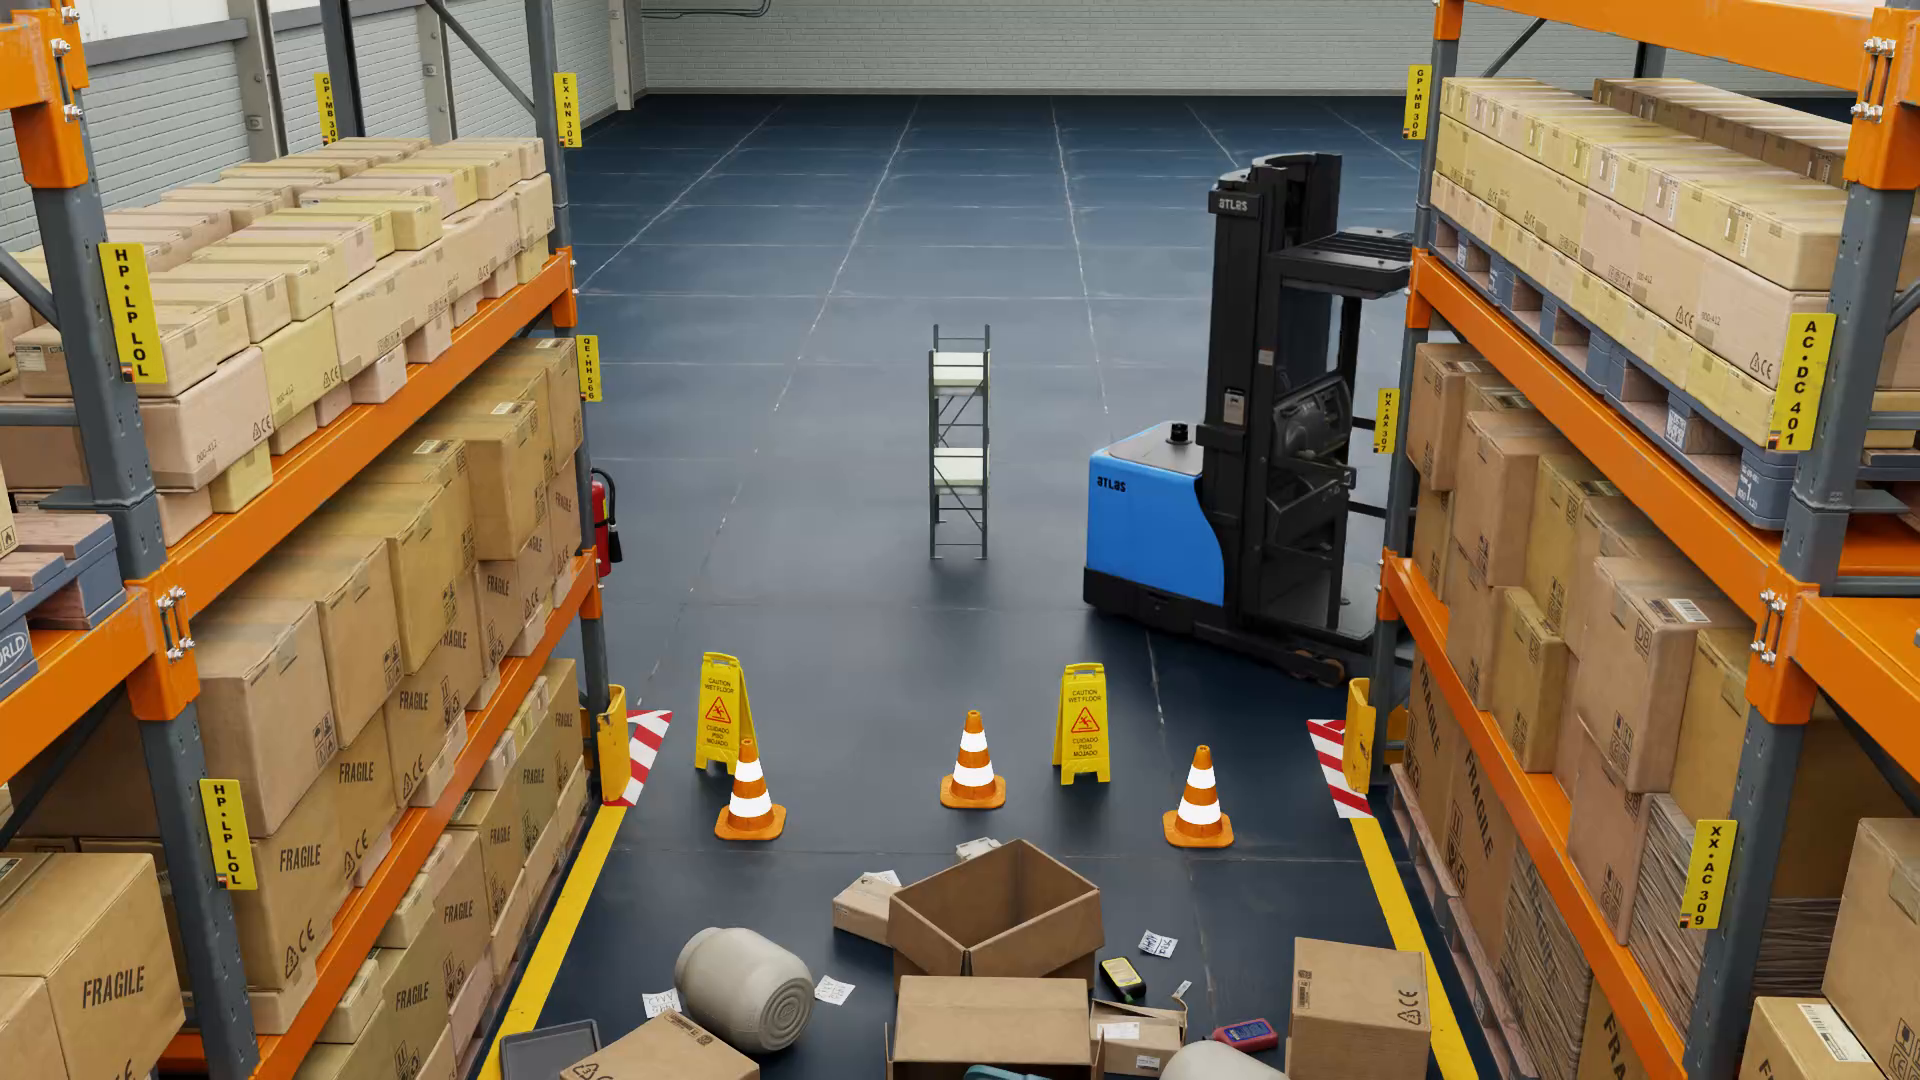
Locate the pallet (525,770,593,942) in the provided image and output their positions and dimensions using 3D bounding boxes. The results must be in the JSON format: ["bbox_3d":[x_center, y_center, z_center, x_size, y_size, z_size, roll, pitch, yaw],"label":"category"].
[{"bbox_3d":[-2.391,1.475,7.936,1.003,0.211,1.213,1,21,2],"label":"pallet"}]

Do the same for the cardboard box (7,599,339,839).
[{"bbox_3d":[-2.220,0.492,4.683,0.700,0.500,0.500,0,21,1],"label":"cardboard box"}]

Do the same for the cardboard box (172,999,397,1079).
[{"bbox_3d":[-2.162,1.826,5.359,0.500,0.500,0.500,2,21,4],"label":"cardboard box"}]

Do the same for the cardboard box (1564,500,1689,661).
[{"bbox_3d":[2.601,0.218,5.621,0.875,0.550,0.550,1,21,2],"label":"cardboard box"}]

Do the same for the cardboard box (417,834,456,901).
[{"bbox_3d":[-2.079,1.196,6.087,0.380,0.149,0.250,2,21,5],"label":"cardboard box"}]

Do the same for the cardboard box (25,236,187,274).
[{"bbox_3d":[-2.642,-0.847,5.163,0.380,0.149,0.250,0,21,1],"label":"cardboard box"}]

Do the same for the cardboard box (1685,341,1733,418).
[{"bbox_3d":[2.200,-0.432,4.477,0.380,0.149,0.250,1,21,3],"label":"cardboard box"}]

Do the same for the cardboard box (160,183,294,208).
[{"bbox_3d":[-2.688,-1.218,6.119,0.380,0.149,0.250,1,21,3],"label":"cardboard box"}]

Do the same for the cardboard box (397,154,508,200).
[{"bbox_3d":[-2.079,-1.488,6.816,0.380,0.149,0.250,0,21,1],"label":"cardboard box"}]

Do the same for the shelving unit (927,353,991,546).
[{"bbox_3d":[0.000,-0.700,11.759,0.431,1.308,0.731,1,21,2],"label":"shelving unit"}]

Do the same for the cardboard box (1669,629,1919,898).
[{"bbox_3d":[2.488,1.329,1.204,0.882,1.673,7.424,0,21,1],"label":"cardboard box"}]

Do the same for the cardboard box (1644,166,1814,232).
[{"bbox_3d":[2.217,-0.986,4.802,0.380,0.149,0.250,1,21,3],"label":"cardboard box"}]

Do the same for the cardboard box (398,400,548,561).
[{"bbox_3d":[-2.061,-0.242,6.574,0.700,0.500,0.500,0,21,1],"label":"cardboard box"}]

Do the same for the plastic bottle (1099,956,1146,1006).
[{"bbox_3d":[0.706,1.884,7.088,0.133,0.061,0.283,-7,22,-17],"label":"plastic bottle"}]

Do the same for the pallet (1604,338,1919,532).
[{"bbox_3d":[2.536,-0.335,4.721,1.003,0.211,1.213,1,21,2],"label":"pallet"}]

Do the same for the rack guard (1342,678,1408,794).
[{"bbox_3d":[2.623,1.028,8.687,1.175,0.500,0.348,1,21,2],"label":"rack guard"}]

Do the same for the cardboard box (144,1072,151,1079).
[{"bbox_3d":[-2.190,1.411,4.014,0.380,0.149,0.250,1,21,2],"label":"cardboard box"}]

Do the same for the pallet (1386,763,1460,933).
[{"bbox_3d":[2.676,1.462,7.970,1.003,0.211,1.213,1,21,2],"label":"pallet"}]

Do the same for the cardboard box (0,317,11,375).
[{"bbox_3d":[-2.659,-0.470,4.192,0.380,0.149,0.250,1,21,3],"label":"cardboard box"}]

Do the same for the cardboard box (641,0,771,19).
[{"bbox_3d":[0.030,-6.989,21.893,15.973,2.526,34.102,1,21,2],"label":"cardboard box"}]

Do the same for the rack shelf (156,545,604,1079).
[{"bbox_3d":[-2.389,0.912,6.525,1.077,0.370,4.000,1,21,2],"label":"rack shelf"}]

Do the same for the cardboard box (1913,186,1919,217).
[{"bbox_3d":[2.866,-0.889,4.553,0.380,0.149,0.250,0,21,1],"label":"cardboard box"}]

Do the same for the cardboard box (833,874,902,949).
[{"bbox_3d":[-0.349,1.679,7.497,0.380,0.149,0.250,13,25,29],"label":"cardboard box"}]

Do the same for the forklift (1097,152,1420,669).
[{"bbox_3d":[2.267,-0.714,9.817,3.031,2.935,1.121,16,26,35],"label":"forklift"}]

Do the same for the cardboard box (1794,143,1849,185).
[{"bbox_3d":[2.889,-1.165,5.265,0.380,0.149,0.250,1,21,2],"label":"cardboard box"}]

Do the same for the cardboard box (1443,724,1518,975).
[{"bbox_3d":[2.643,1.231,7.067,0.875,0.875,0.875,0,21,1],"label":"cardboard box"}]

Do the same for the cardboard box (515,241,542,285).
[{"bbox_3d":[-2.034,-1.205,7.189,0.380,0.149,0.250,1,21,2],"label":"cardboard box"}]

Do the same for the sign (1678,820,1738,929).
[{"bbox_3d":[1.946,0.872,4.329,0.100,0.325,0.005,1,21,2],"label":"sign"}]

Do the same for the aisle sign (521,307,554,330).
[{"bbox_3d":[-2.037,-1.377,7.838,0.394,0.787,0.004,1,21,2],"label":"aisle sign"}]

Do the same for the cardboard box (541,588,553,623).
[{"bbox_3d":[-2.052,0.294,7.472,0.380,0.149,0.250,0,21,1],"label":"cardboard box"}]

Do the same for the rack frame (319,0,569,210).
[{"bbox_3d":[-2.328,-2.943,7.174,1.000,3.000,0.127,1,21,2],"label":"rack frame"}]

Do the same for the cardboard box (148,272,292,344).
[{"bbox_3d":[-2.118,-0.653,4.663,0.380,0.149,0.250,0,21,0],"label":"cardboard box"}]

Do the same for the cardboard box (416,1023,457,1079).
[{"bbox_3d":[-2.157,1.983,5.993,0.500,0.250,0.500,2,21,5],"label":"cardboard box"}]

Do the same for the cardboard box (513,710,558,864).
[{"bbox_3d":[-2.104,1.072,7.304,0.500,0.500,0.500,1,21,4],"label":"cardboard box"}]

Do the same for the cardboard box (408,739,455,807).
[{"bbox_3d":[-2.071,0.844,6.053,0.380,0.149,0.250,1,21,2],"label":"cardboard box"}]

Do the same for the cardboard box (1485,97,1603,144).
[{"bbox_3d":[2.270,-1.632,6.468,0.380,0.149,0.250,1,21,2],"label":"cardboard box"}]

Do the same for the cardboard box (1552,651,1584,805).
[{"bbox_3d":[2.628,0.722,5.815,0.875,0.550,0.550,1,21,2],"label":"cardboard box"}]

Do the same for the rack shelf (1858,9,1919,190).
[{"bbox_3d":[2.440,-0.234,1.739,1.077,0.370,4.000,1,21,2],"label":"rack shelf"}]

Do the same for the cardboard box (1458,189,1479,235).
[{"bbox_3d":[2.277,-1.349,6.840,0.380,0.149,0.250,1,21,2],"label":"cardboard box"}]

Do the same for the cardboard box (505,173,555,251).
[{"bbox_3d":[-2.074,-1.425,7.205,0.500,0.250,0.500,0,21,1],"label":"cardboard box"}]

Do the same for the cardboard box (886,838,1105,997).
[{"bbox_3d":[0.149,1.681,7.002,0.797,0.503,0.637,-16,26,-35],"label":"cardboard box"}]

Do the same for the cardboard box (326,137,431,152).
[{"bbox_3d":[-2.543,-1.673,7.292,0.380,0.149,0.250,0,21,1],"label":"cardboard box"}]

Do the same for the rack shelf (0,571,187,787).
[{"bbox_3d":[-2.511,0.960,2.255,1.077,0.370,4.000,1,21,2],"label":"rack shelf"}]

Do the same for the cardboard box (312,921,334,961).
[{"bbox_3d":[-2.164,1.215,5.098,0.380,0.149,0.250,1,21,3],"label":"cardboard box"}]

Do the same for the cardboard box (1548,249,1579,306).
[{"bbox_3d":[2.238,-0.893,5.665,0.380,0.149,0.250,1,21,1],"label":"cardboard box"}]

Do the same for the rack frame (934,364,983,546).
[{"bbox_3d":[-0.012,-0.569,11.423,0.380,1.308,0.010,1,21,2],"label":"rack frame"}]

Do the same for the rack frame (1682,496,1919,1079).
[{"bbox_3d":[2.501,1.318,4.485,1.000,3.000,0.127,1,21,2],"label":"rack frame"}]

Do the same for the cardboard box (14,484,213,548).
[{"bbox_3d":[-2.193,-0.092,4.321,0.380,0.149,0.250,0,21,1],"label":"cardboard box"}]

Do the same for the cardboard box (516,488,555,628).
[{"bbox_3d":[-2.089,0.049,7.207,0.500,0.500,0.500,1,21,2],"label":"cardboard box"}]

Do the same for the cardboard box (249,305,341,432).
[{"bbox_3d":[-2.156,-0.510,4.845,0.500,0.250,0.500,0,21,1],"label":"cardboard box"}]

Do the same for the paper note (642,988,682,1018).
[{"bbox_3d":[-1.252,1.941,6.983,0.142,0.019,0.148,-7,22,-17],"label":"paper note"}]

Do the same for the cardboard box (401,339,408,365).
[{"bbox_3d":[-2.147,-0.650,5.757,0.380,0.149,0.250,1,21,2],"label":"cardboard box"}]

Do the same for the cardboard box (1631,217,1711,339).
[{"bbox_3d":[2.275,-0.755,4.759,0.500,0.250,0.500,1,21,1],"label":"cardboard box"}]
